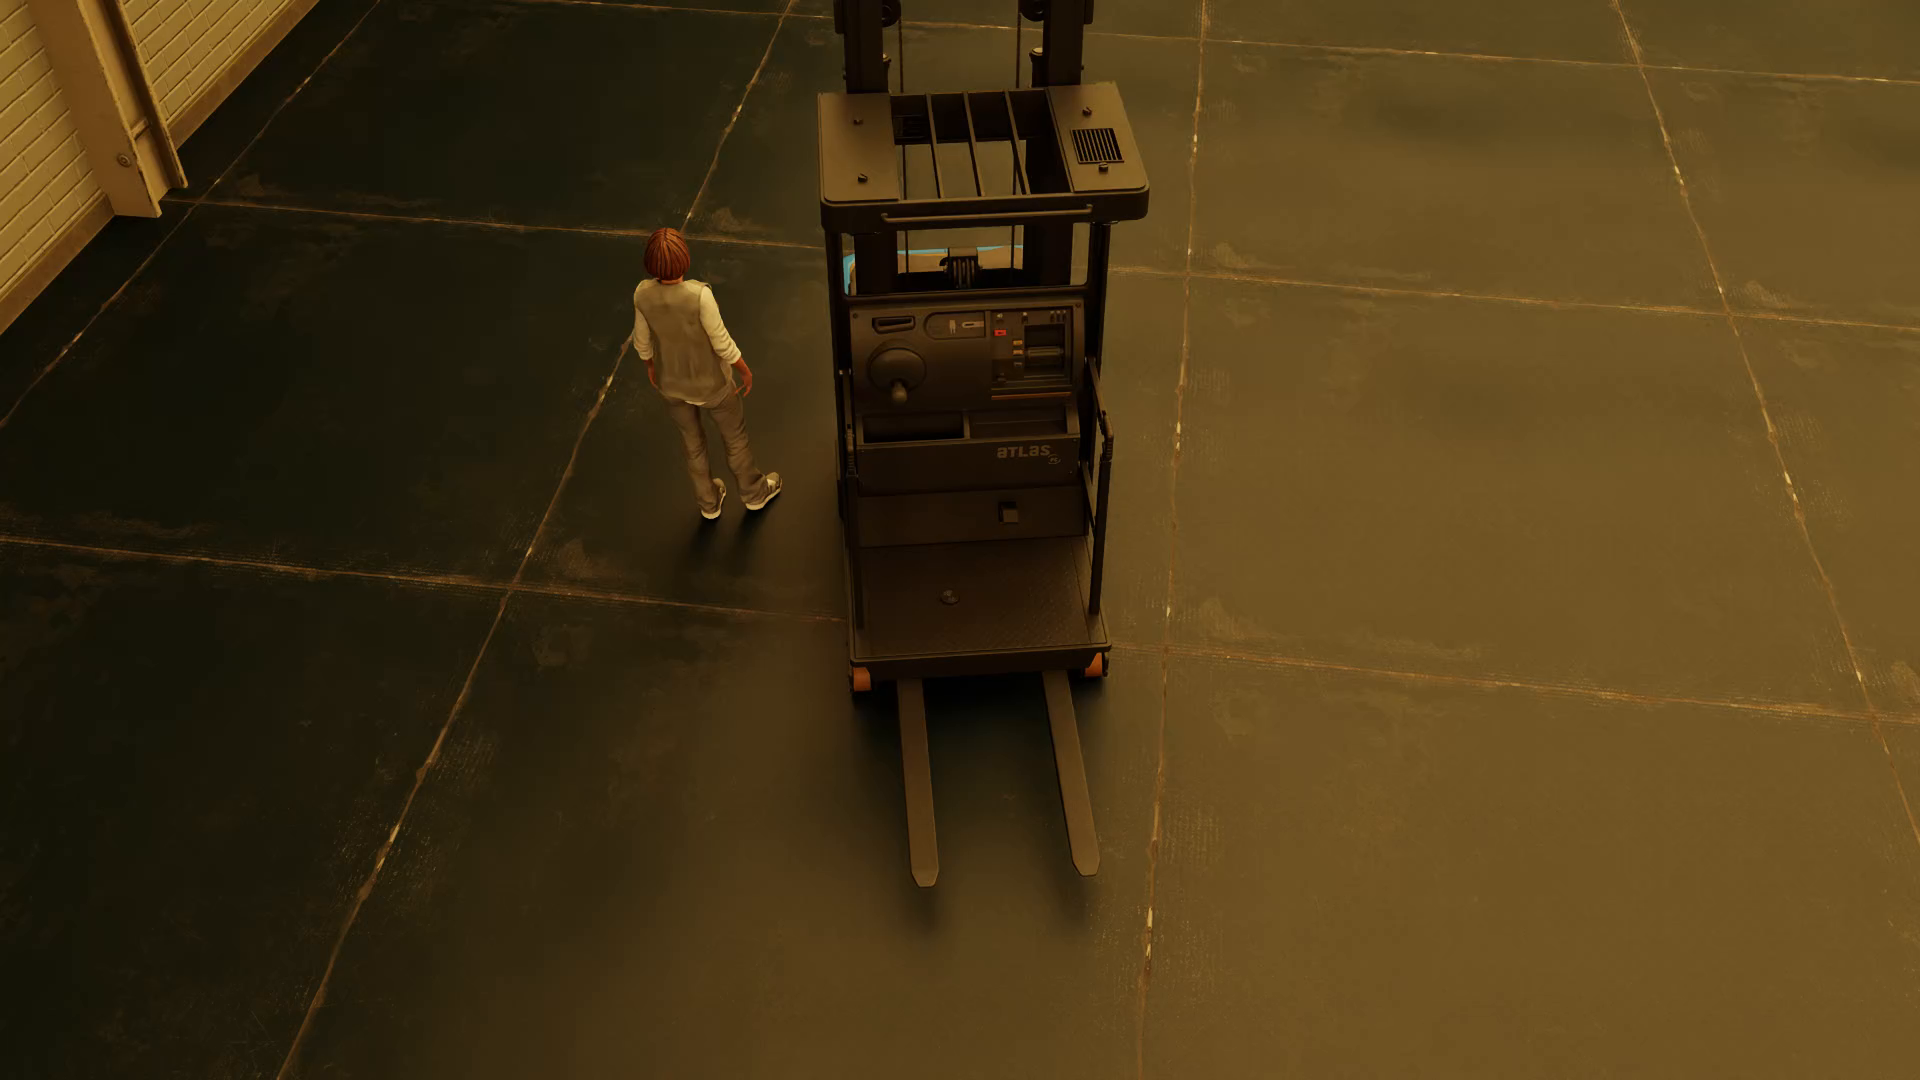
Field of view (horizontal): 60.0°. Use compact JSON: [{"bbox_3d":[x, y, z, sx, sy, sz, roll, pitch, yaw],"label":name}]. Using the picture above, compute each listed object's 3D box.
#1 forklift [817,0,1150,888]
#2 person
[{"bbox_3d":[0.051,-0.668,6.451,1.130,2.935,3.031,-3,43,-4],"label":"forklift"},{"bbox_3d":[-1.165,-0.764,7.531,0.520,1.600,0.473,9,43,9],"label":"person"}]
